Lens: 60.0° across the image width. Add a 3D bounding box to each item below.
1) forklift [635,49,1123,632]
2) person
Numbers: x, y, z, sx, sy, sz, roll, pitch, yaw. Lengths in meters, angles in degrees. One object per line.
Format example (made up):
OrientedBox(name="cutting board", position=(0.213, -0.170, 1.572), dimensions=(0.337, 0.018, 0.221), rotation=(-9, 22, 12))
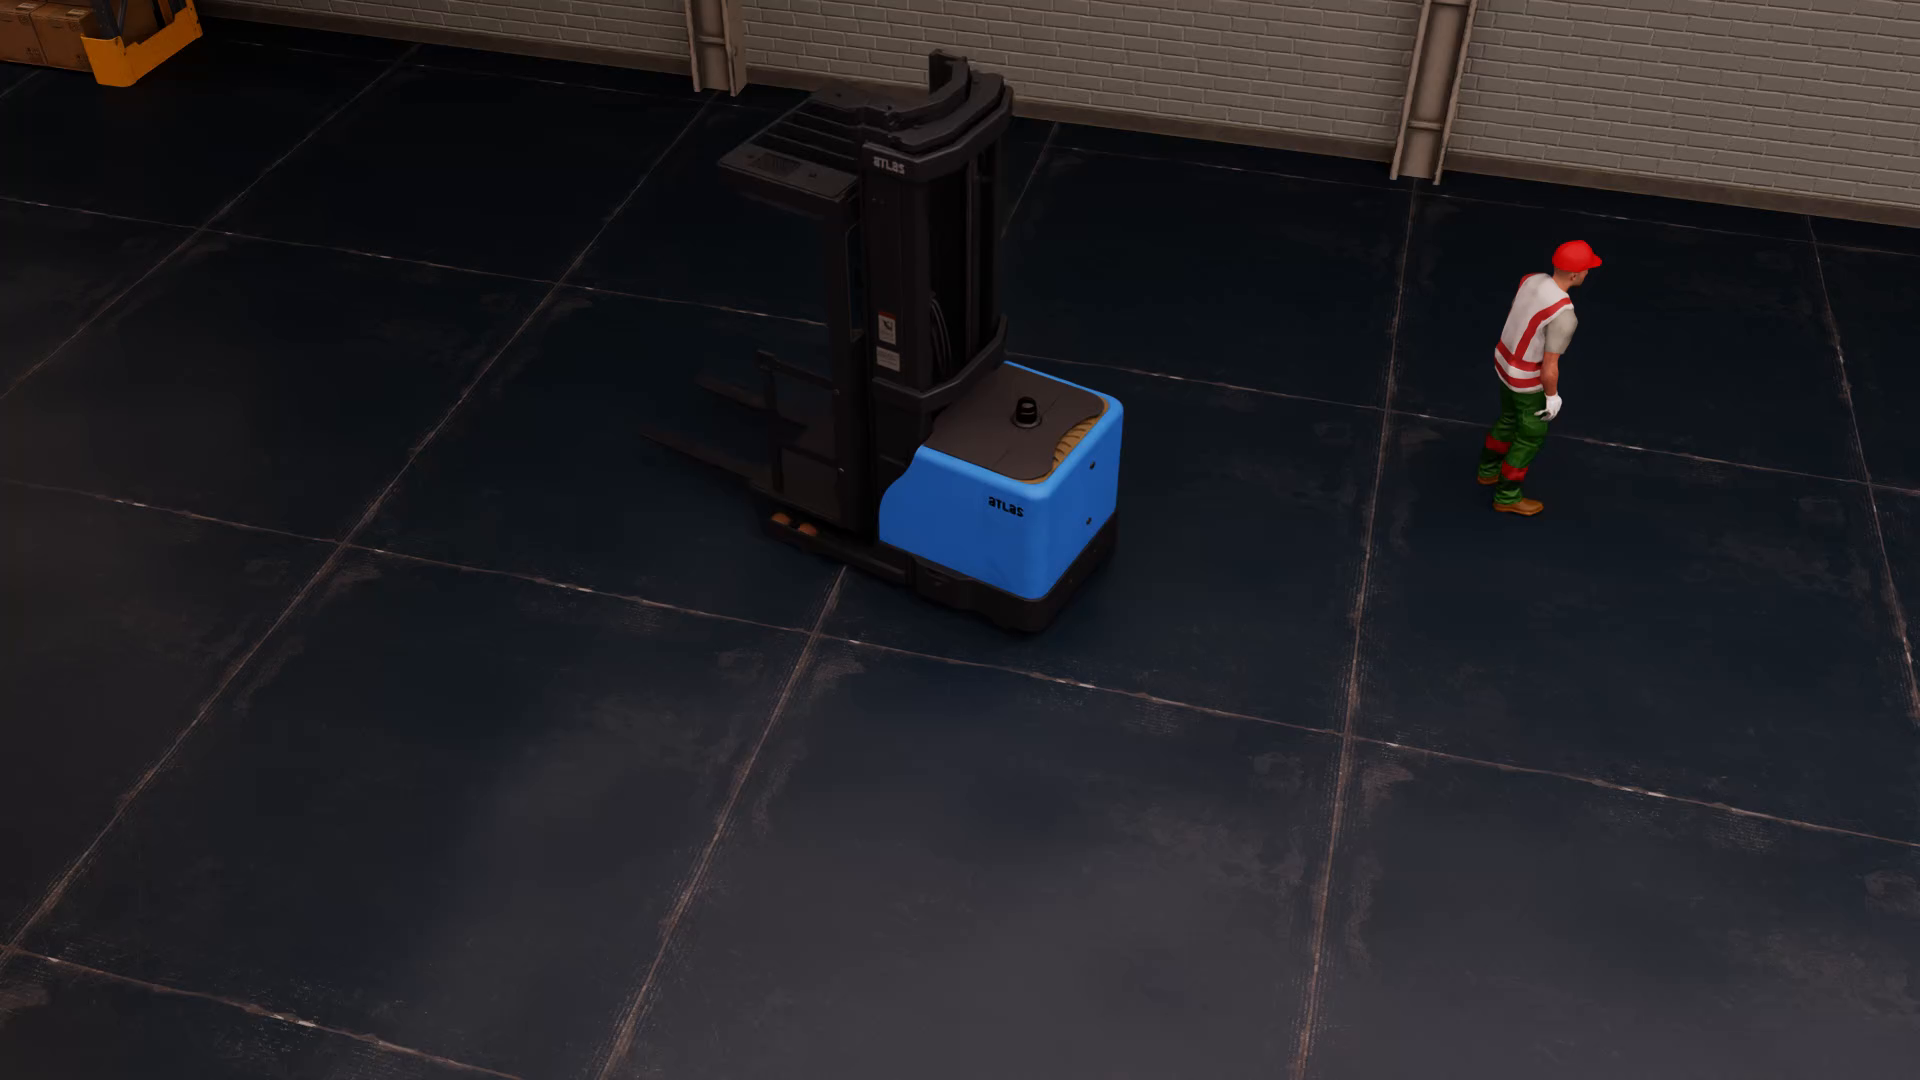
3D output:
OrientedBox(name="forklift", position=(-0.594, -1.311, 9.357), dimensions=(3.031, 2.935, 1.130), rotation=(21, 46, 23))
OrientedBox(name="person", position=(3.397, -0.976, 9.853), dimensions=(0.452, 1.777, 0.608), rotation=(-5, 42, -6))
